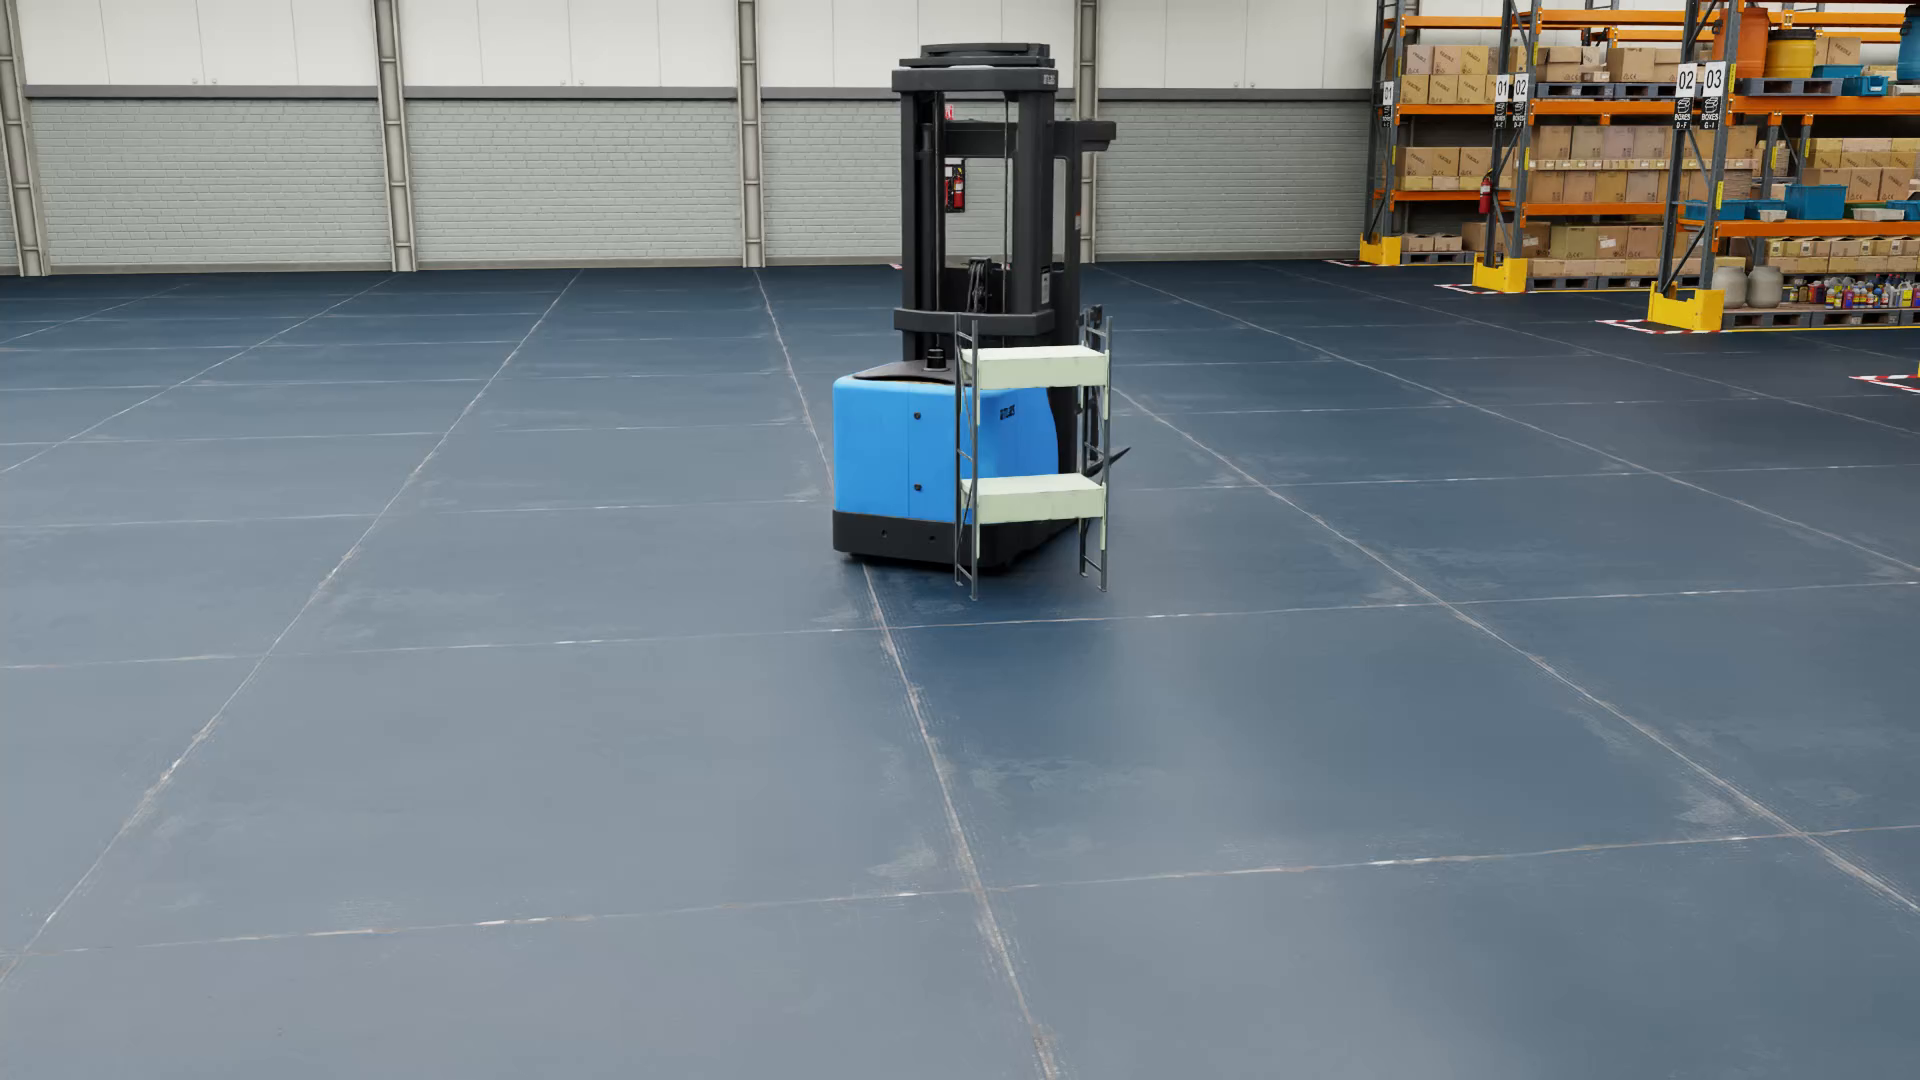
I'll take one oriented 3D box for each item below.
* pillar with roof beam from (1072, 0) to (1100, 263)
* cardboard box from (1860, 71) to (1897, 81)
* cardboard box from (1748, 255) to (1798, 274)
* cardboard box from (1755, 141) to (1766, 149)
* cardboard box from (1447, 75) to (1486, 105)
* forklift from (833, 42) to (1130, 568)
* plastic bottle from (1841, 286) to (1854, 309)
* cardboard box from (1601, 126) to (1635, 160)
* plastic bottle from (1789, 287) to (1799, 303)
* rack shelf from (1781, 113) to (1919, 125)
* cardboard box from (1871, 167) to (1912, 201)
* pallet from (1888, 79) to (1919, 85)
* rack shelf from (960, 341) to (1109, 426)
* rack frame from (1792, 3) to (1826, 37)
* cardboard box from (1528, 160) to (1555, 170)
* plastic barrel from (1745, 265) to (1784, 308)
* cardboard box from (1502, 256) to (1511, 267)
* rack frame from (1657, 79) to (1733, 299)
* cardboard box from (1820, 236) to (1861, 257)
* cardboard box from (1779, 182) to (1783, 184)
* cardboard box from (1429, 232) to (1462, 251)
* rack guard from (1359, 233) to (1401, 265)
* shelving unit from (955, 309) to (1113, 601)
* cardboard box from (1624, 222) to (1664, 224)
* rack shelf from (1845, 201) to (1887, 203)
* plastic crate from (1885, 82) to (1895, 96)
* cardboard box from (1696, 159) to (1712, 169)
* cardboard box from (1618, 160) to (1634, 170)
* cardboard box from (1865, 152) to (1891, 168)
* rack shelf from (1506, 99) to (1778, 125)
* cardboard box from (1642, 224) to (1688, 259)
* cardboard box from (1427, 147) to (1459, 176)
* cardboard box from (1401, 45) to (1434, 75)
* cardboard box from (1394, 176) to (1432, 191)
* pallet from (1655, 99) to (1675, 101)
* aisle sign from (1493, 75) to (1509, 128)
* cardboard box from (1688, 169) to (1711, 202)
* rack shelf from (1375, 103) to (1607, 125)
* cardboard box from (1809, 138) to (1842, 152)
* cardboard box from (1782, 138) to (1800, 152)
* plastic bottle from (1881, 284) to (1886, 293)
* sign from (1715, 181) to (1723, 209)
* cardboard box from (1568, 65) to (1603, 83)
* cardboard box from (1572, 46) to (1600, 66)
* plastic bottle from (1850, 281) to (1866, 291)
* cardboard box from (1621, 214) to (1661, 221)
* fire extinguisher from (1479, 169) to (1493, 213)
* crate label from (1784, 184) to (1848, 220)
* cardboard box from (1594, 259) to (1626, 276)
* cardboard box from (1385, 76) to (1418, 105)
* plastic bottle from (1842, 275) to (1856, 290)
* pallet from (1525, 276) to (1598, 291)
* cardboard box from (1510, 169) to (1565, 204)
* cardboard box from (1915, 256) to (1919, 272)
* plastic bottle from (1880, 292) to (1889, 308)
[{"bbox_3d":[2.894,-8.436,25.361,0.400,9.000,9.100,-2,14,-8],"label":"pillar with roof beam"},{"bbox_3d":[14.219,-7.140,25.803,0.500,0.250,0.500,-3,14,-13],"label":"cardboard box"},{"bbox_3d":[12.755,-4.324,26.087,0.500,0.250,0.500,-2,14,-10],"label":"cardboard box"},{"bbox_3d":[14.880,-7.377,31.028,0.250,0.149,0.380,-5,15,-18],"label":"cardboard box"},{"bbox_3d":[9.039,-8.041,29.707,0.500,0.500,0.500,-1,14,-6],"label":"cardboard box"},{"bbox_3d":[0.314,-1.579,10.492,1.130,2.935,3.031,6,15,23],"label":"forklift"},{"bbox_3d":[11.164,-3.053,20.909,0.133,0.283,0.061,-2,14,-7],"label":"plastic bottle"},{"bbox_3d":[9.897,-6.087,25.453,0.500,0.500,0.700,-2,14,-8],"label":"cardboard box"},{"bbox_3d":[10.849,-3.191,21.627,0.097,0.201,0.097,0,14,0],"label":"plastic bottle"},{"bbox_3d":[17.510,-8.014,31.324,4.000,0.370,1.077,-2,14,-8],"label":"rack shelf"},{"bbox_3d":[14.618,-5.628,26.291,0.500,0.500,0.500,-3,14,-11],"label":"cardboard box"},{"bbox_3d":[12.354,-5.621,20.692,1.003,0.211,1.213,-2,14,-8],"label":"pallet"},{"bbox_3d":[0.386,-0.847,8.911,0.720,0.370,0.431,-4,15,-14],"label":"rack shelf"},{"bbox_3d":[15.533,-9.746,30.582,0.127,3.000,1.000,-2,14,-8],"label":"rack frame"},{"bbox_3d":[8.784,-5.680,25.164,0.250,0.149,0.380,-2,14,-9],"label":"cardboard box"},{"bbox_3d":[10.233,-3.220,21.146,0.421,0.512,0.421,0,14,0],"label":"plastic barrel"},{"bbox_3d":[8.850,-4.315,26.050,0.500,0.250,0.500,-2,14,-8],"label":"cardboard box"},{"bbox_3d":[9.098,-4.163,20.654,0.127,3.000,1.000,-2,14,-8],"label":"rack frame"},{"bbox_3d":[13.772,-4.632,26.163,0.500,0.311,0.500,-3,14,-10],"label":"cardboard box"},{"bbox_3d":[15.816,-6.797,31.633,0.250,0.149,0.380,-2,14,-7],"label":"cardboard box"},{"bbox_3d":[8.883,-5.479,30.526,0.500,0.311,0.500,-1,14,-4],"label":"cardboard box"},{"bbox_3d":[7.697,-5.336,30.471,0.348,0.500,1.175,-2,14,-8],"label":"rack guard"},{"bbox_3d":[0.386,-0.468,9.005,0.755,1.500,0.431,-4,15,-14],"label":"shelving unit"},{"bbox_3d":[10.825,-4.755,26.264,0.500,0.500,0.500,-2,14,-8],"label":"cardboard box"},{"bbox_3d":[14.297,-5.223,26.360,4.000,0.370,1.077,-2,14,-8],"label":"rack shelf"},{"bbox_3d":[11.452,-5.668,20.926,0.450,0.188,0.336,-2,14,-8],"label":"plastic crate"},{"bbox_3d":[11.319,-5.773,25.534,0.250,0.149,0.380,-2,14,-8],"label":"cardboard box"},{"bbox_3d":[10.057,-5.727,25.352,0.250,0.149,0.380,-2,14,-9],"label":"cardboard box"},{"bbox_3d":[17.061,-7.029,31.223,0.500,0.500,0.500,-2,14,-9],"label":"cardboard box"},{"bbox_3d":[10.341,-6.533,25.417,4.000,0.370,1.077,-2,14,-8],"label":"rack shelf"},{"bbox_3d":[10.903,-4.629,25.762,0.500,0.500,0.500,-2,14,-8],"label":"cardboard box"},{"bbox_3d":[8.629,-6.807,29.923,0.500,0.500,0.500,-2,14,-8],"label":"cardboard box"},{"bbox_3d":[8.039,-8.499,29.478,0.500,0.500,0.500,-3,14,-12],"label":"cardboard box"},{"bbox_3d":[8.152,-6.424,29.938,0.500,0.250,0.500,-3,14,-10],"label":"cardboard box"},{"bbox_3d":[13.229,-8.090,30.532,1.003,0.211,1.213,-2,14,-8],"label":"pallet"},{"bbox_3d":[8.255,-6.683,25.361,0.004,0.787,0.394,-2,14,-8],"label":"aisle sign"},{"bbox_3d":[11.361,-5.509,25.819,0.500,0.500,0.700,-2,14,-9],"label":"cardboard box"},{"bbox_3d":[9.600,-7.724,30.168,4.000,0.370,1.077,-2,14,-8],"label":"rack shelf"},{"bbox_3d":[16.048,-7.357,30.992,0.500,0.250,0.500,-2,14,-7],"label":"cardboard box"},{"bbox_3d":[15.942,-7.481,31.484,0.500,0.250,0.500,-2,14,-7],"label":"cardboard box"},{"bbox_3d":[11.772,-3.113,21.147,0.133,0.283,0.061,-2,14,-8],"label":"plastic bottle"},{"bbox_3d":[9.175,-4.164,20.092,0.005,0.325,0.100,-2,14,-8],"label":"sign"},{"bbox_3d":[9.463,-7.113,25.410,0.500,0.250,0.500,-2,14,-8],"label":"cardboard box"},{"bbox_3d":[11.122,-8.605,29.900,0.500,0.500,0.500,-3,14,-13],"label":"cardboard box"},{"bbox_3d":[11.633,-3.213,21.564,0.135,0.276,0.152,-2,14,-8],"label":"plastic bottle"},{"bbox_3d":[12.738,-6.103,31.083,0.500,0.250,0.500,-2,14,-9],"label":"cardboard box"},{"bbox_3d":[8.178,-5.424,25.843,0.183,0.674,0.296,-2,14,-8],"label":"fire extinguisher"},{"bbox_3d":[10.878,-4.312,21.175,0.616,0.435,0.502,-2,14,-8],"label":"crate label"},{"bbox_3d":[9.915,-4.227,25.700,0.500,0.250,0.500,-2,14,-8],"label":"cardboard box"},{"bbox_3d":[7.997,-8.135,30.080,0.500,0.500,0.500,-1,14,-4],"label":"cardboard box"},{"bbox_3d":[11.586,-3.284,21.693,0.185,0.351,0.144,-2,14,-9],"label":"plastic bottle"},{"bbox_3d":[9.114,-4.040,25.895,1.213,0.211,1.003,-2,14,-8],"label":"pallet"},{"bbox_3d":[8.827,-5.417,25.448,0.500,0.500,0.700,-2,14,-8],"label":"cardboard box"},{"bbox_3d":[15.281,-4.417,26.457,0.500,0.250,0.500,-2,14,-9],"label":"cardboard box"},{"bbox_3d":[11.676,-3.037,21.012,0.097,0.201,0.097,0,14,0],"label":"plastic bottle"}]
